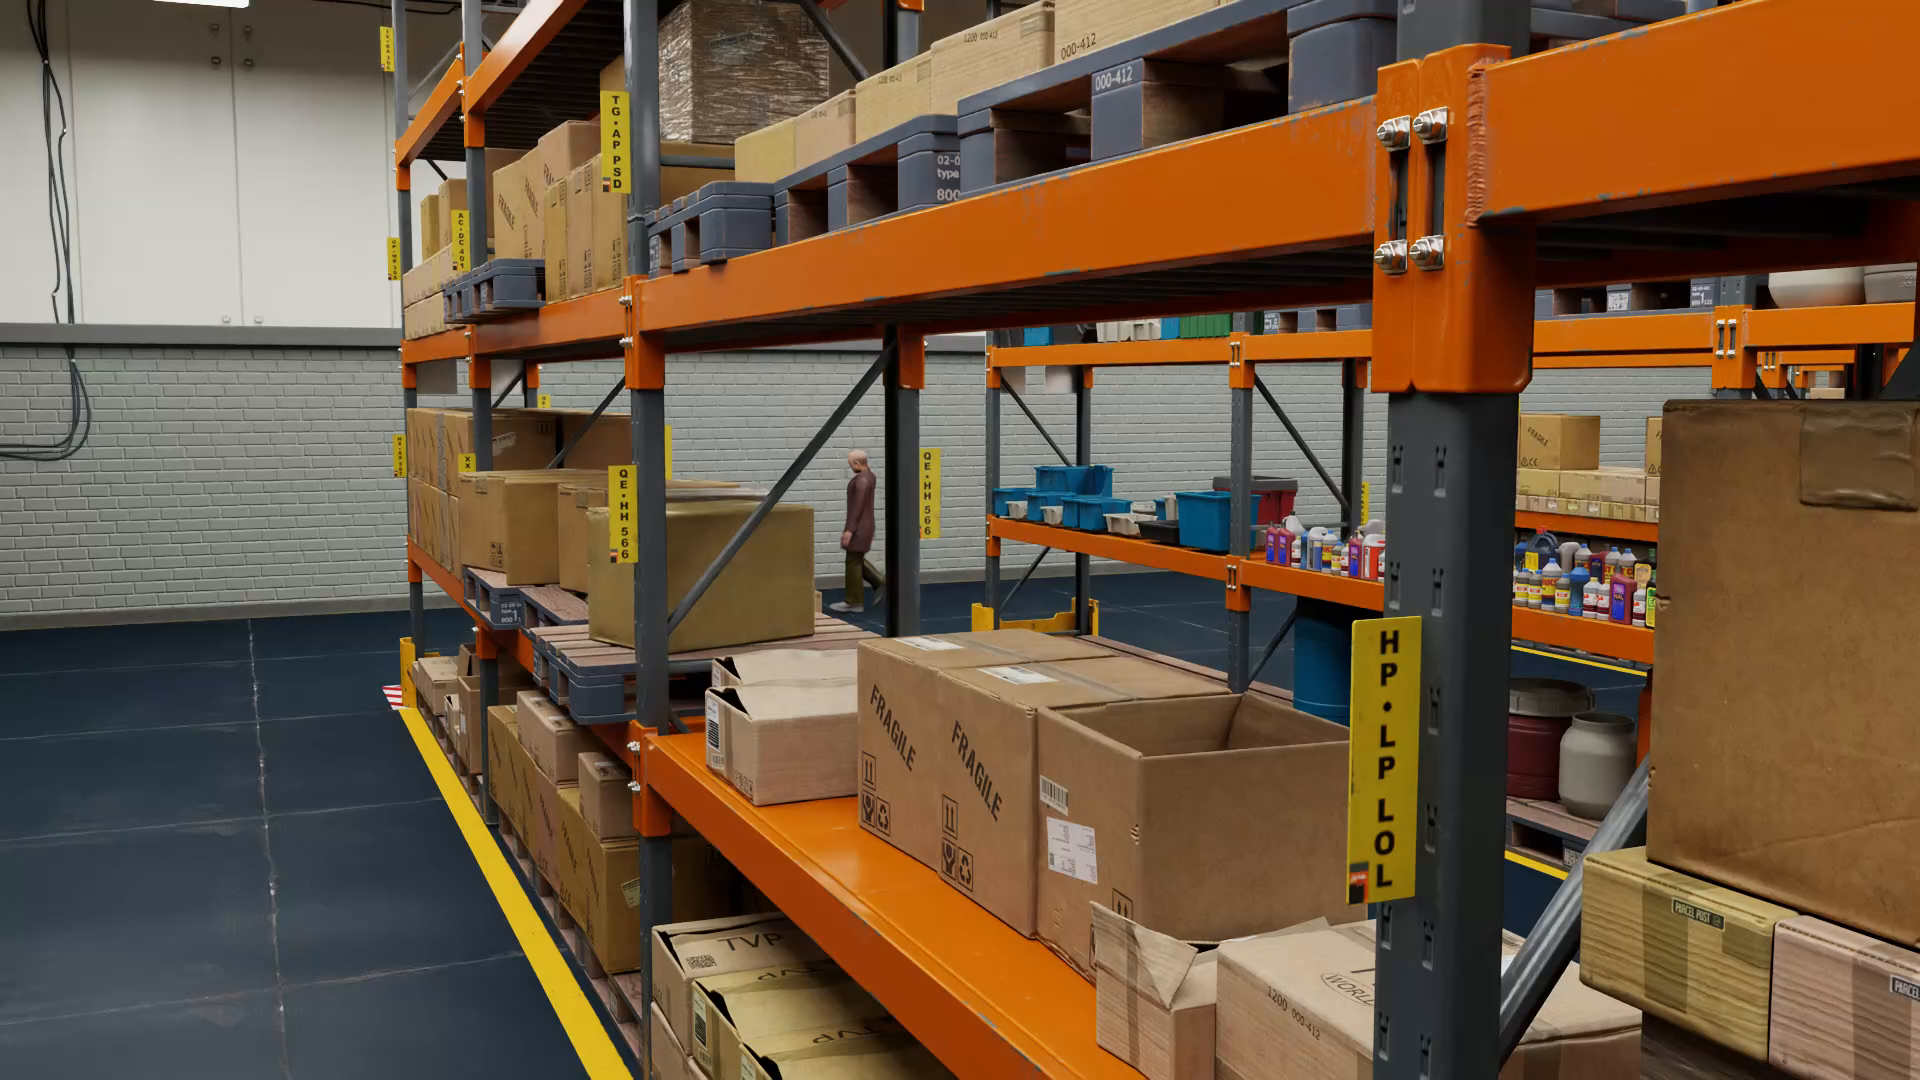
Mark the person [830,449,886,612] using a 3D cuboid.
[{"bbox_3d":[-1.080,-0.103,18.152,0.658,1.768,0.611,1,5,7],"label":"person"}]
